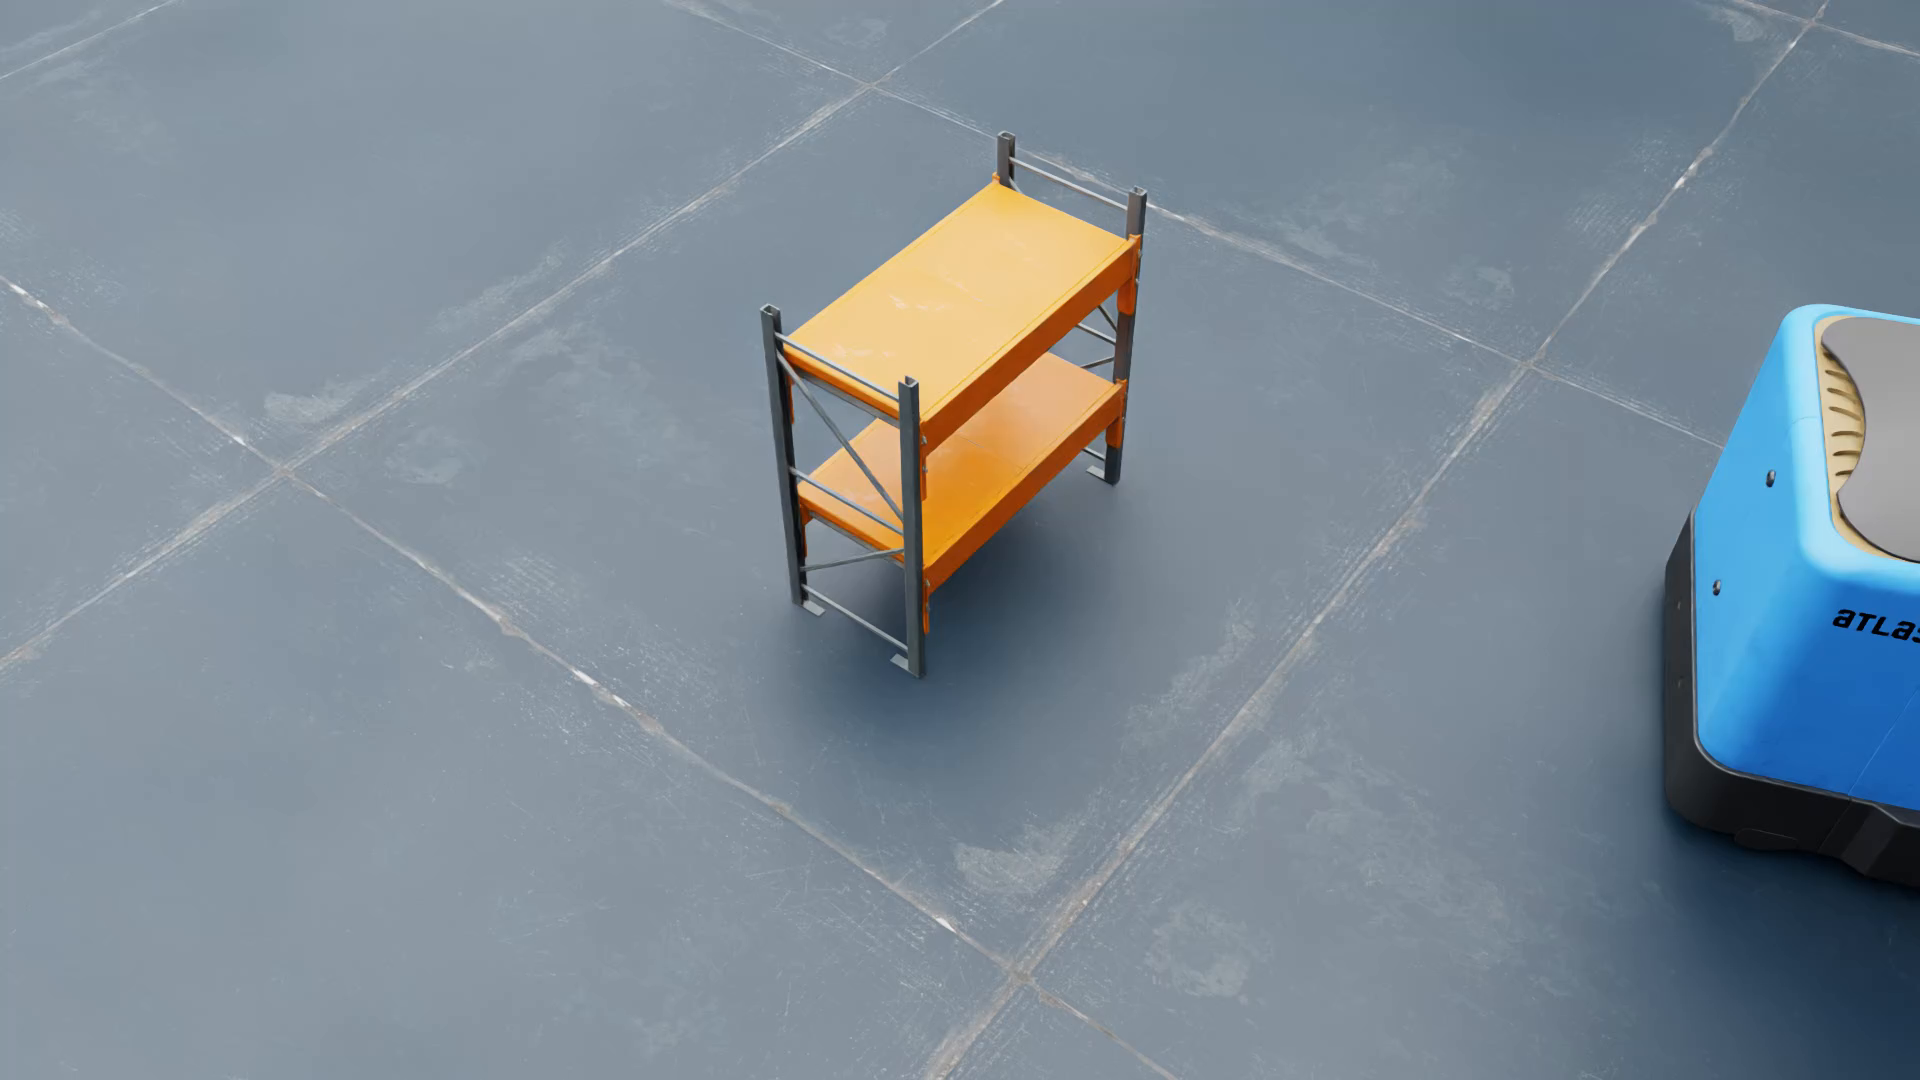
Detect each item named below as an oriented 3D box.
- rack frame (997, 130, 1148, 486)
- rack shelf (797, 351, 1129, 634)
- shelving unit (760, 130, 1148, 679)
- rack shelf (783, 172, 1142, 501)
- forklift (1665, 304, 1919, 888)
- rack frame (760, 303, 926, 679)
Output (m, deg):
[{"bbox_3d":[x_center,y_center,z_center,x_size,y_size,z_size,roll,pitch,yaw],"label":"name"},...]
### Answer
[{"bbox_3d":[0.315,-0.683,5.125,0.500,1.125,0.032,29,53,25],"label":"rack frame"},{"bbox_3d":[0.004,-0.224,5.024,0.538,0.278,1.000,29,53,25],"label":"rack shelf"},{"bbox_3d":[0.004,-0.392,4.847,0.538,1.125,1.048,29,53,25],"label":"shelving unit"},{"bbox_3d":[0.004,-0.595,4.635,0.538,0.278,1.000,29,53,25],"label":"rack shelf"},{"bbox_3d":[3.484,-0.274,3.484,3.031,2.935,1.130,12,47,11],"label":"forklift"},{"bbox_3d":[-0.307,-0.102,4.569,0.500,1.125,0.032,29,53,25],"label":"rack frame"}]
